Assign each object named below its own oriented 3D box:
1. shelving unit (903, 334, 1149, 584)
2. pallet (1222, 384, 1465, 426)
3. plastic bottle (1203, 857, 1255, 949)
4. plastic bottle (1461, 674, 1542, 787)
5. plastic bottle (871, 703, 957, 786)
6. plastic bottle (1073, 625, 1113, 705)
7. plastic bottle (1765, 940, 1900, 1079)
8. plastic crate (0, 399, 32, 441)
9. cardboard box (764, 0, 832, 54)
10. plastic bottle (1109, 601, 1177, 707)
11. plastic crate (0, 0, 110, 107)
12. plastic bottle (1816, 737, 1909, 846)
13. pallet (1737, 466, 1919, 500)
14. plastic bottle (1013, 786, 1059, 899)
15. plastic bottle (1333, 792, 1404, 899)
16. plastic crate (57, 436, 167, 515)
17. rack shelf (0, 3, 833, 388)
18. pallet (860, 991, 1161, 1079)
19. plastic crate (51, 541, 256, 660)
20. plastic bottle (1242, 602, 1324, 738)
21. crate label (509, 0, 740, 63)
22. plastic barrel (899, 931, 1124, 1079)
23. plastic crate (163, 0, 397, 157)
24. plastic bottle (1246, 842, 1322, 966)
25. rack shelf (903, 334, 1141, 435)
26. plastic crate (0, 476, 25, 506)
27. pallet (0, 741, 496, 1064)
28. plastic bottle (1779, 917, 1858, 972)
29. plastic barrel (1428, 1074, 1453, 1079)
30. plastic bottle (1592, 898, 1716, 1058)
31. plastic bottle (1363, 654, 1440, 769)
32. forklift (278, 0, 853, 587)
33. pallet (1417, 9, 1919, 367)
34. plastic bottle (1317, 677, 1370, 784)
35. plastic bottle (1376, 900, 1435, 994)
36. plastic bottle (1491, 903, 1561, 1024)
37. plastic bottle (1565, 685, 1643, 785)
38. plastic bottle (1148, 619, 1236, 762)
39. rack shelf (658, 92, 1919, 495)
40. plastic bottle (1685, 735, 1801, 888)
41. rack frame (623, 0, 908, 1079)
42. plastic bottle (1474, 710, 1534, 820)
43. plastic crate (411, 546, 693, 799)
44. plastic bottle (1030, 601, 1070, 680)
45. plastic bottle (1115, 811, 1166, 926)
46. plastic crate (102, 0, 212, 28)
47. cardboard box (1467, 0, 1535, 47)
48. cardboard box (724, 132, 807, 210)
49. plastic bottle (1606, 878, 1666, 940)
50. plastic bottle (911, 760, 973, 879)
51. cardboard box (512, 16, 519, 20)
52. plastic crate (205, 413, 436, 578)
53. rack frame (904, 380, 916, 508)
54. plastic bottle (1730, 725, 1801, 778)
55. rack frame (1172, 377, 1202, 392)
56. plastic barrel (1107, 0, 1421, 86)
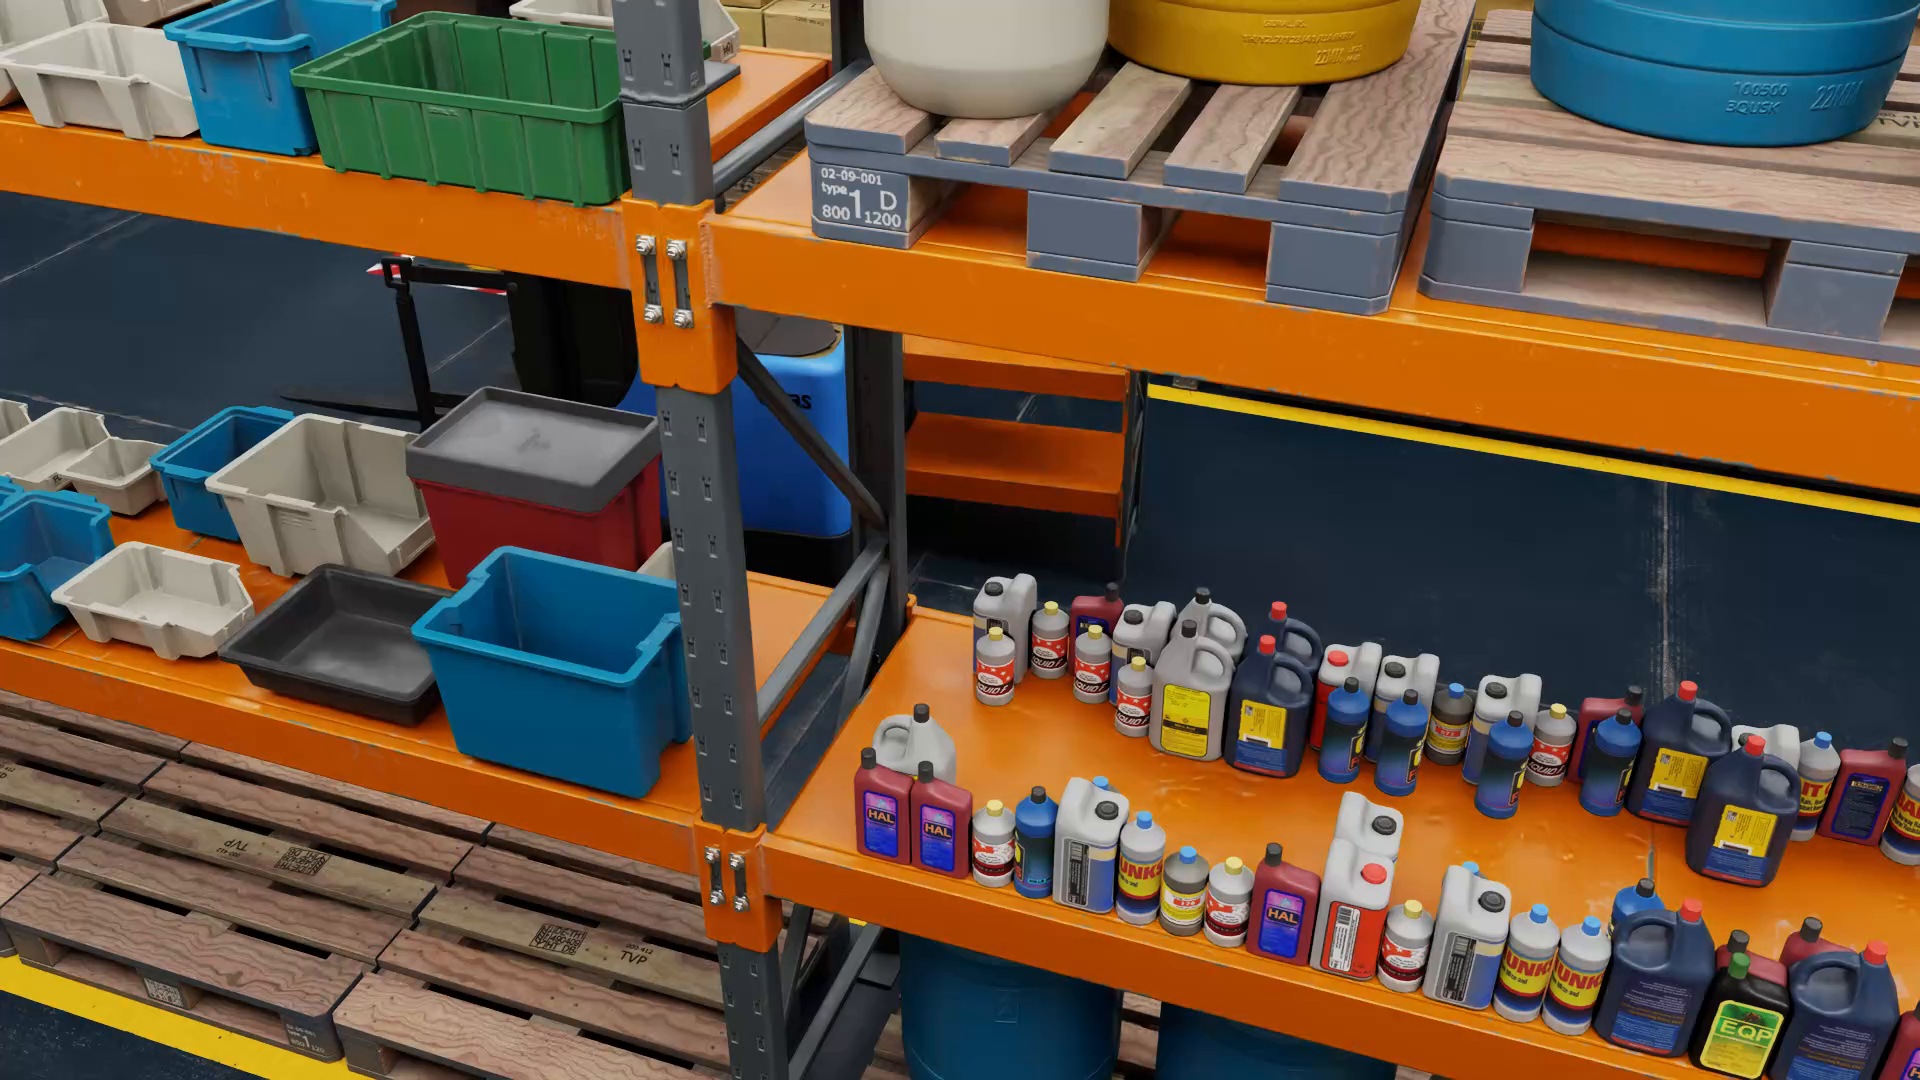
[{"bbox_3d":[0.227,-0.482,6.959,1.048,1.125,0.538,7,33,11],"label":"shelving unit"},{"bbox_3d":[2.056,-1.002,8.608,1.213,0.211,1.003,11,34,16],"label":"pallet"},{"bbox_3d":[0.568,0.753,3.501,0.097,0.201,0.097,0,33,0],"label":"plastic bottle"},{"bbox_3d":[1.277,0.438,3.921,0.135,0.276,0.152,11,34,16],"label":"plastic bottle"},{"bbox_3d":[-0.106,0.511,3.739,0.185,0.351,0.144,11,34,16],"label":"plastic bottle"},{"bbox_3d":[0.337,0.306,4.194,0.097,0.201,0.097,0,33,0],"label":"plastic bottle"},{"bbox_3d":[1.663,0.890,3.152,0.185,0.351,0.144,11,34,16],"label":"plastic bottle"},{"bbox_3d":[-3.035,-0.277,5.101,0.243,0.136,0.396,11,34,16],"label":"plastic crate"},{"bbox_3d":[-0.644,-2.566,8.323,0.500,0.250,0.500,10,34,16],"label":"cardboard box"},{"bbox_3d":[0.458,0.279,4.167,0.135,0.276,0.152,11,34,16],"label":"plastic bottle"},{"bbox_3d":[-2.150,-1.127,3.573,0.530,0.282,0.437,11,34,16],"label":"plastic crate"},{"bbox_3d":[2.028,0.555,3.733,0.133,0.283,0.061,11,34,16],"label":"plastic bottle"},{"bbox_3d":[4.353,-0.556,7.916,1.213,0.211,1.003,11,34,16],"label":"pallet"},{"bbox_3d":[0.167,0.646,3.603,0.097,0.271,0.097,0,33,0],"label":"plastic bottle"},{"bbox_3d":[0.864,0.676,3.552,0.135,0.276,0.152,11,34,16],"label":"plastic bottle"},{"bbox_3d":[-2.480,-0.193,4.972,0.250,0.136,0.298,11,34,16],"label":"plastic crate"},{"bbox_3d":[-2.249,-1.071,4.042,4.000,0.370,1.077,11,34,16],"label":"rack shelf"},{"bbox_3d":[0.346,1.587,4.598,1.213,0.211,1.003,11,34,16],"label":"pallet"},{"bbox_3d":[-2.107,0.173,4.404,0.466,0.136,0.293,11,34,16],"label":"plastic crate"},{"bbox_3d":[0.783,0.308,4.053,0.185,0.351,0.144,11,34,16],"label":"plastic bottle"},{"bbox_3d":[-0.730,-1.134,3.718,0.466,0.136,0.293,11,34,16],"label":"crate label"},{"bbox_3d":[0.140,1.066,4.381,0.708,0.901,0.600,11,34,16],"label":"plastic barrel"},{"bbox_3d":[-1.331,-0.941,3.331,0.300,0.233,0.416,11,34,16],"label":"plastic crate"},{"bbox_3d":[0.671,0.749,3.432,0.133,0.283,0.061,11,34,16],"label":"plastic bottle"},{"bbox_3d":[0.227,-0.728,6.800,1.000,0.278,0.538,7,33,11],"label":"rack shelf"},{"bbox_3d":[-2.771,0.020,4.553,0.300,0.233,0.416,11,34,16],"label":"plastic crate"},{"bbox_3d":[-2.224,1.087,5.372,1.213,0.211,1.003,11,34,16],"label":"pallet"},{"bbox_3d":[1.673,0.861,3.259,0.133,0.283,0.061,11,34,16],"label":"plastic bottle"},{"bbox_3d":[1.308,1.508,4.055,0.421,0.512,0.421,0,33,0],"label":"plastic barrel"},{"bbox_3d":[1.363,0.831,3.242,0.185,0.351,0.144,11,34,16],"label":"plastic bottle"},{"bbox_3d":[1.059,0.396,3.986,0.135,0.276,0.152,11,34,16],"label":"plastic bottle"},{"bbox_3d":[-1.820,-1.415,6.739,3.031,2.935,1.130,7,33,10],"label":"forklift"},{"bbox_3d":[1.473,-0.629,2.867,1.213,0.211,1.003,11,34,16],"label":"pallet"},{"bbox_3d":[0.908,0.440,3.922,0.097,0.271,0.097,0,33,0],"label":"plastic bottle"},{"bbox_3d":[0.912,0.820,3.398,0.097,0.201,0.097,0,33,0],"label":"plastic bottle"},{"bbox_3d":[1.131,0.833,3.313,0.097,0.271,0.097,0,33,0],"label":"plastic bottle"},{"bbox_3d":[1.510,0.454,3.889,0.133,0.283,0.061,11,34,16],"label":"plastic bottle"},{"bbox_3d":[0.561,0.348,3.991,0.185,0.351,0.144,11,34,16],"label":"plastic bottle"},{"bbox_3d":[1.516,-0.339,2.908,4.000,0.370,1.077,11,34,16],"label":"rack shelf"},{"bbox_3d":[1.722,0.578,3.634,0.185,0.351,0.144,11,34,16],"label":"plastic bottle"},{"bbox_3d":[-0.366,0.253,4.093,0.127,3.000,1.000,11,34,16],"label":"rack frame"},{"bbox_3d":[1.253,0.507,3.818,0.097,0.271,0.097,0,33,0],"label":"plastic bottle"},{"bbox_3d":[-0.921,0.323,3.944,0.575,0.384,0.392,11,34,16],"label":"plastic crate"},{"bbox_3d":[0.232,0.250,4.280,0.097,0.201,0.097,0,33,0],"label":"plastic bottle"},{"bbox_3d":[0.385,0.688,3.537,0.097,0.271,0.097,0,33,0],"label":"plastic bottle"},{"bbox_3d":[-2.103,-1.377,4.095,0.530,0.136,0.437,11,34,16],"label":"plastic crate"},{"bbox_3d":[2.551,-2.496,7.333,0.637,0.503,0.797,11,35,17],"label":"cardboard box"},{"bbox_3d":[-0.975,-2.049,9.230,0.875,0.875,0.875,11,34,16],"label":"cardboard box"},{"bbox_3d":[1.363,0.795,3.372,0.097,0.271,0.097,0,33,0],"label":"plastic bottle"},{"bbox_3d":[-0.040,0.611,3.646,0.133,0.283,0.061,11,34,16],"label":"plastic bottle"},{"bbox_3d":[-2.100,-2.845,8.755,0.500,0.250,0.500,10,34,15],"label":"cardboard box"},{"bbox_3d":[-1.742,-0.096,4.688,0.530,0.282,0.437,11,34,16],"label":"plastic crate"},{"bbox_3d":[-0.269,-0.542,7.053,0.032,1.125,0.500,7,33,11],"label":"rack frame"},{"bbox_3d":[1.795,0.539,3.765,0.135,0.276,0.152,11,34,16],"label":"plastic bottle"},{"bbox_3d":[1.304,-2.276,8.010,0.127,3.000,1.000,11,34,16],"label":"rack frame"},{"bbox_3d":[0.561,-1.200,3.017,0.600,0.588,0.600,0,33,0],"label":"plastic barrel"}]
